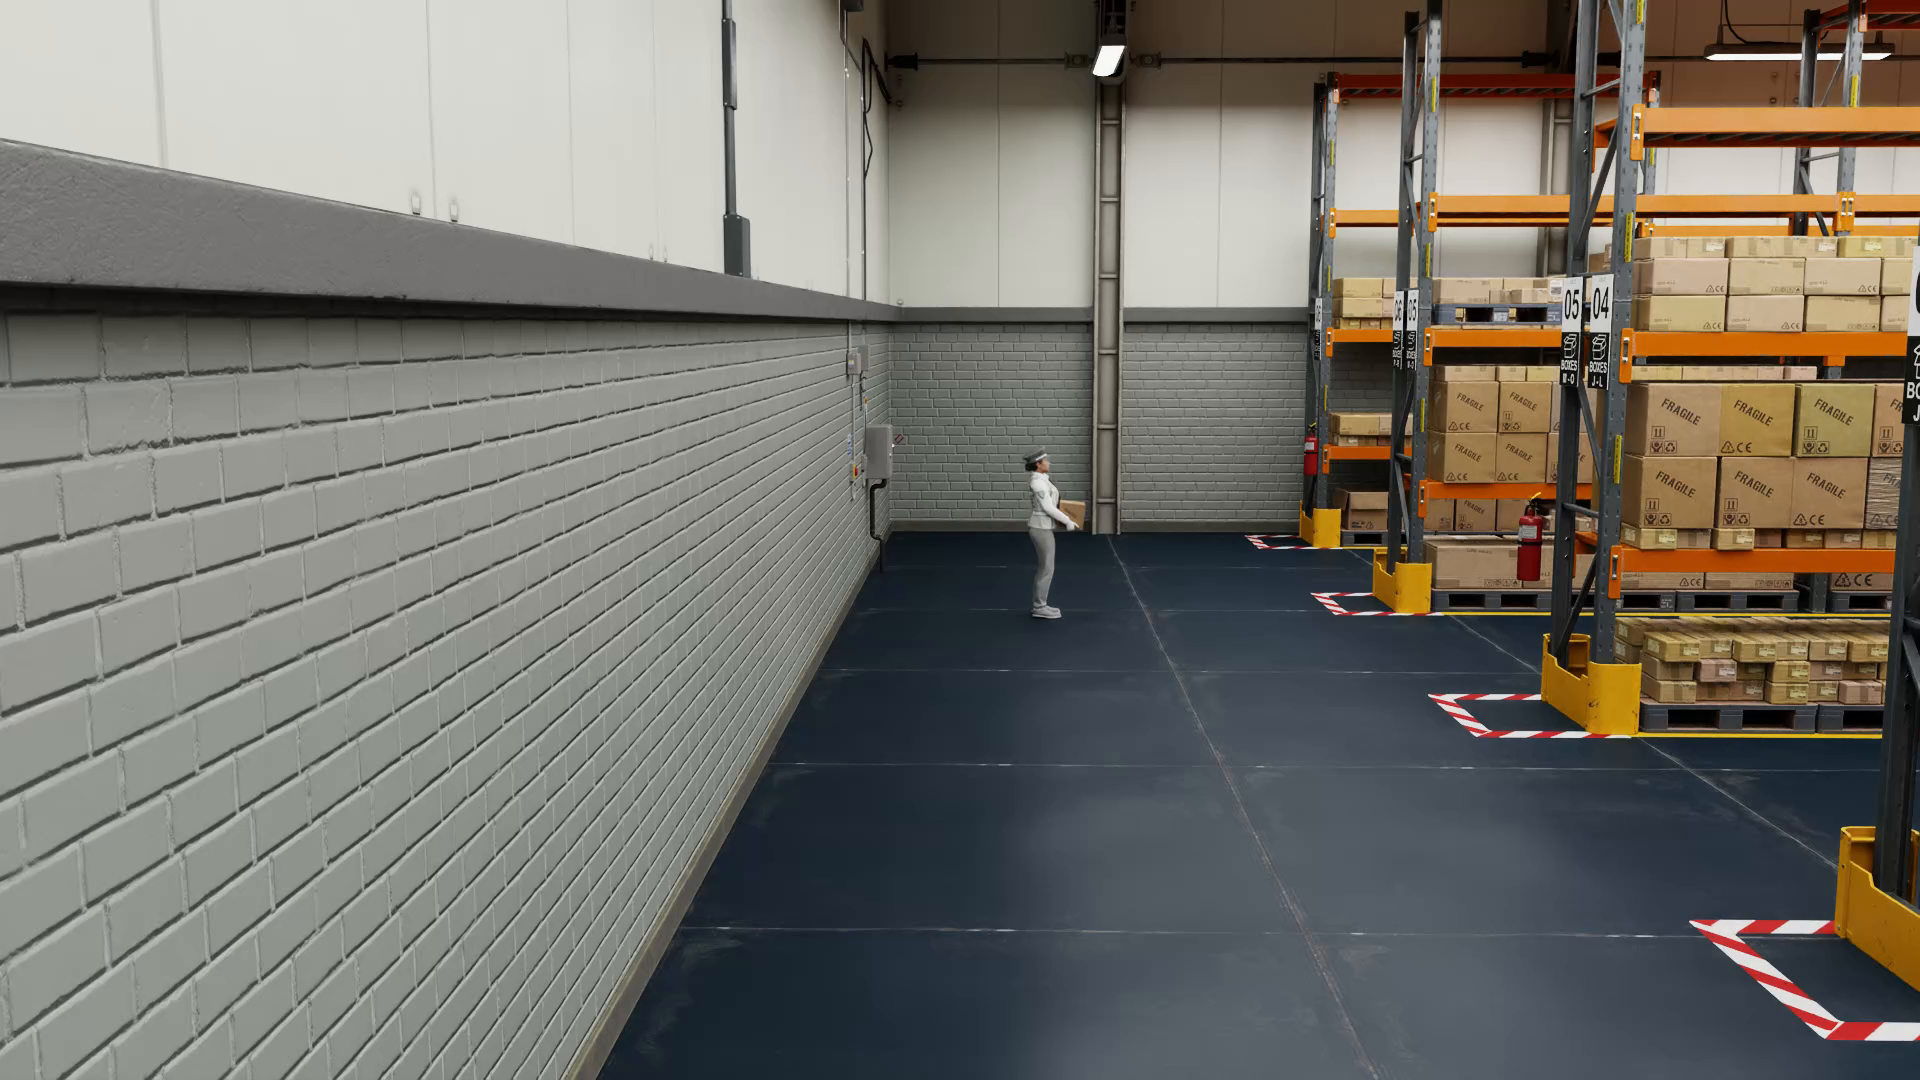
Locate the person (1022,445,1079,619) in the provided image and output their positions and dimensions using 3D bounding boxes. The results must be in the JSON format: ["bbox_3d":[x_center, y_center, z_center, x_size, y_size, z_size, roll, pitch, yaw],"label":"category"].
[{"bbox_3d":[0.884,-0.085,16.340,0.556,1.686,0.459,0,7,2],"label":"person"}]
